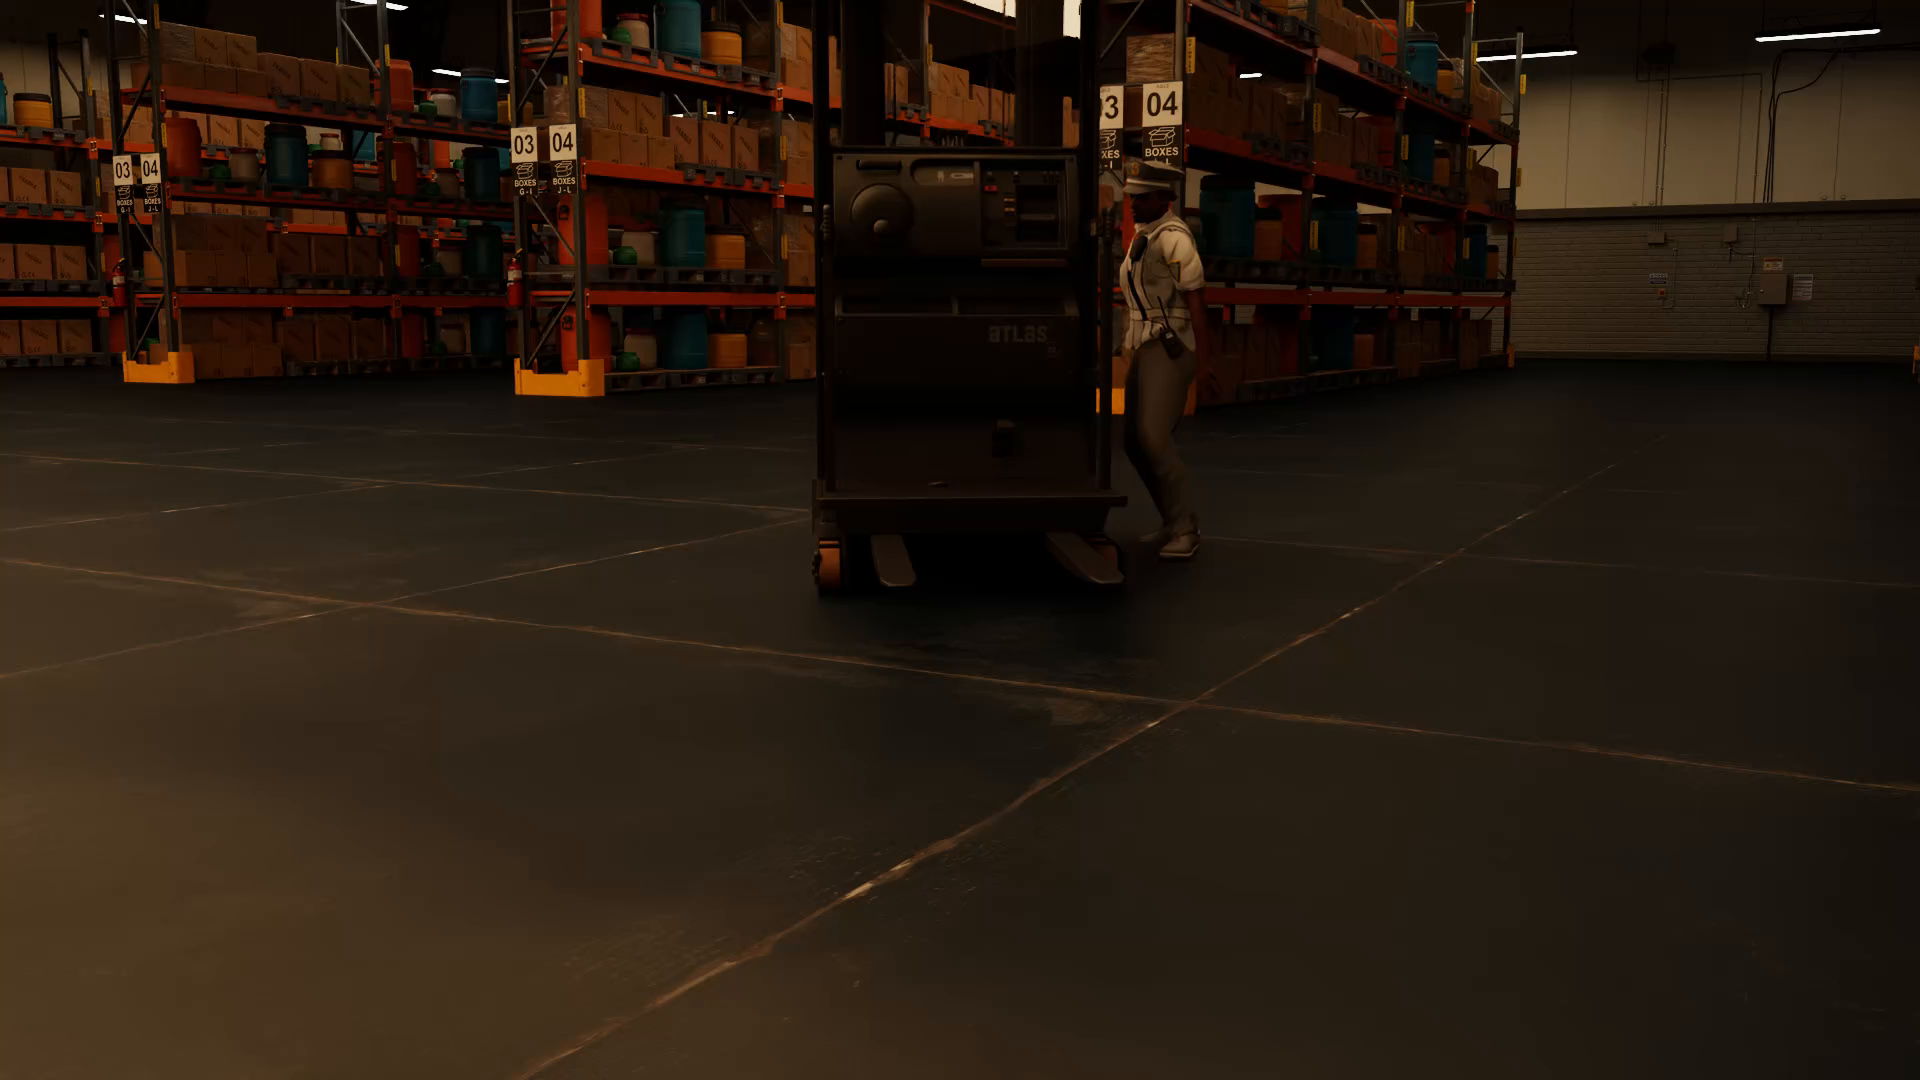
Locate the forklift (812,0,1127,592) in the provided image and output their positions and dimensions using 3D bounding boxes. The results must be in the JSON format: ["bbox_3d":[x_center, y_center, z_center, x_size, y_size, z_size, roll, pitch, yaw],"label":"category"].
[{"bbox_3d":[0.007,-1.310,6.085,1.130,2.935,3.031,-1,8,-5],"label":"forklift"}]

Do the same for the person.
[{"bbox_3d":[0.865,-0.754,6.990,0.431,1.635,0.810,-1,8,-9],"label":"person"}]
